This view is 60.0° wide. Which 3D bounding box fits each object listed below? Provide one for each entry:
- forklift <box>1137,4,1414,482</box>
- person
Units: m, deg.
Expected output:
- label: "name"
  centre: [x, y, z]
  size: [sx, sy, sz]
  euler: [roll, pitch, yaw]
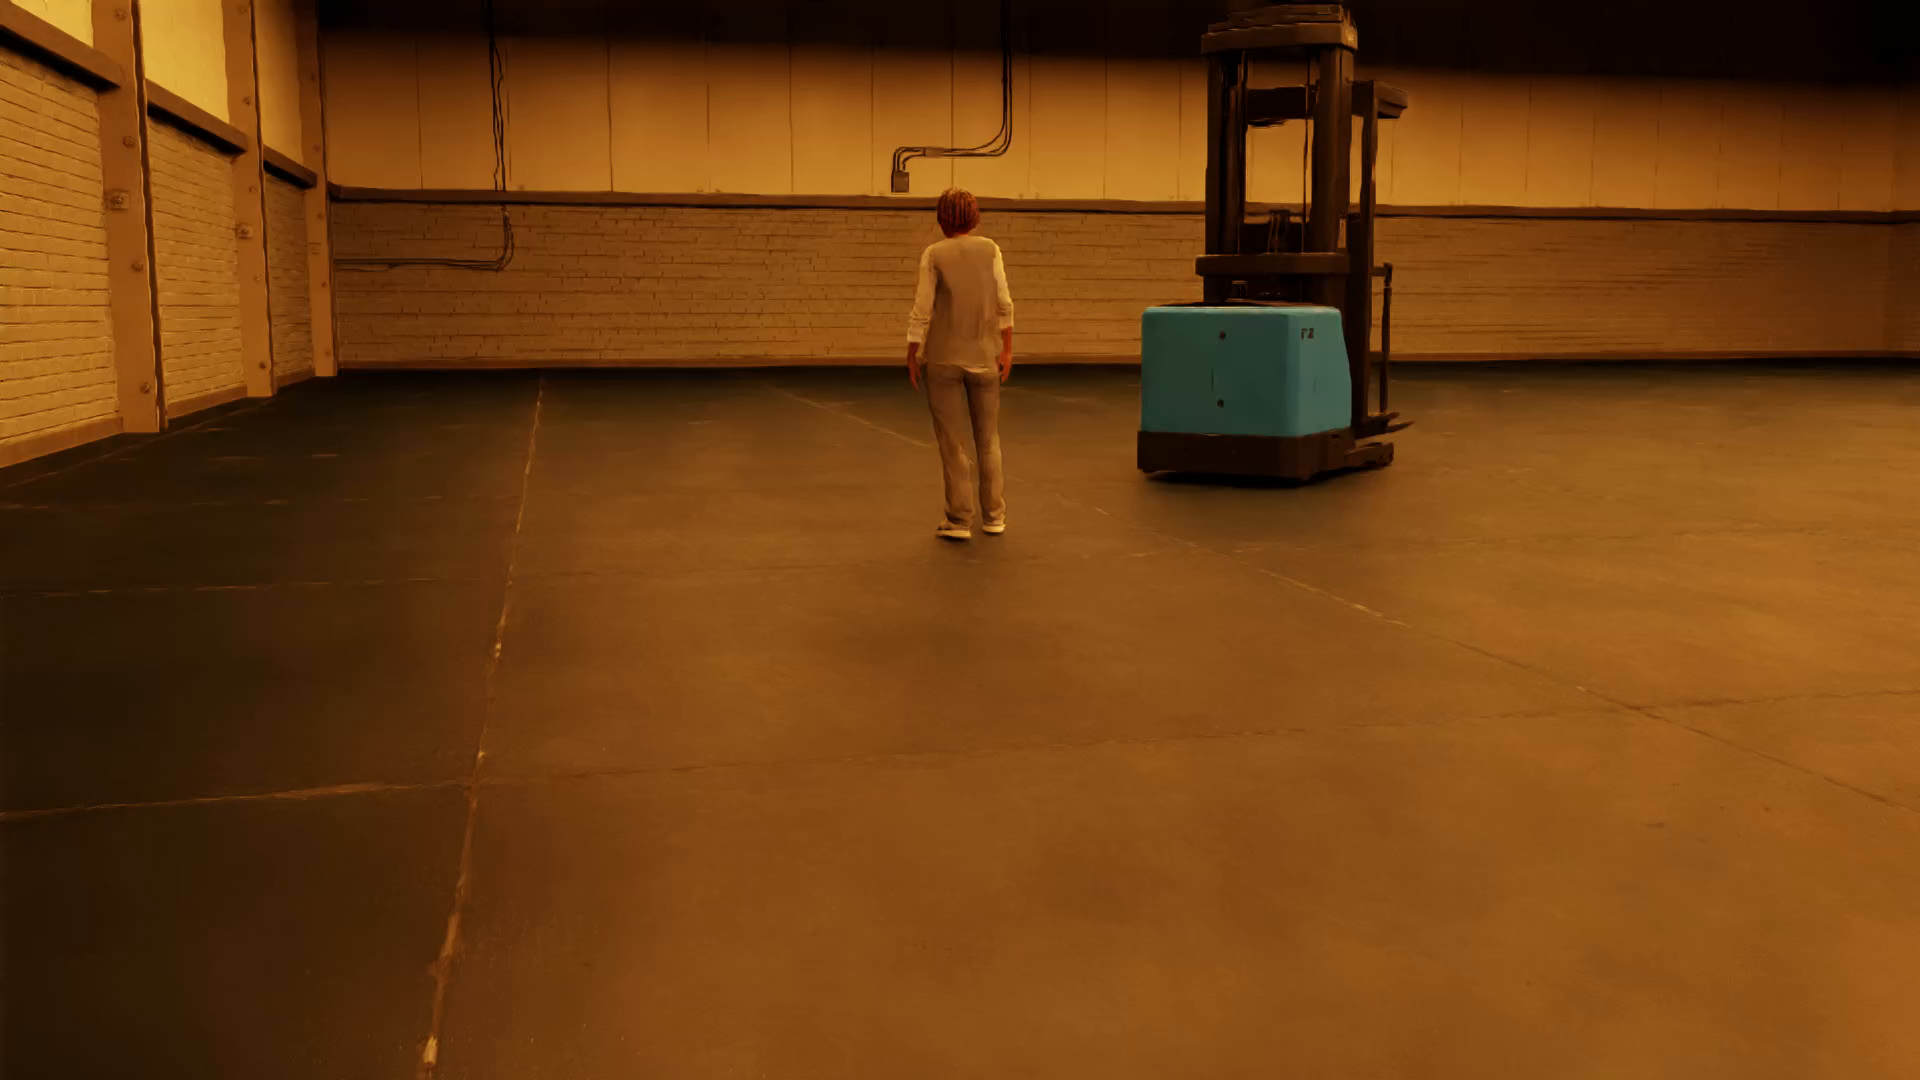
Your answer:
- label: "forklift"
  centre: [2.311, -1.964, 11.162]
  size: [1.130, 2.935, 3.031]
  euler: [5, 9, 31]
- label: "person"
  centre: [-0.004, -0.808, 7.670]
  size: [0.521, 1.597, 0.474]
  euler: [-2, 8, -13]
